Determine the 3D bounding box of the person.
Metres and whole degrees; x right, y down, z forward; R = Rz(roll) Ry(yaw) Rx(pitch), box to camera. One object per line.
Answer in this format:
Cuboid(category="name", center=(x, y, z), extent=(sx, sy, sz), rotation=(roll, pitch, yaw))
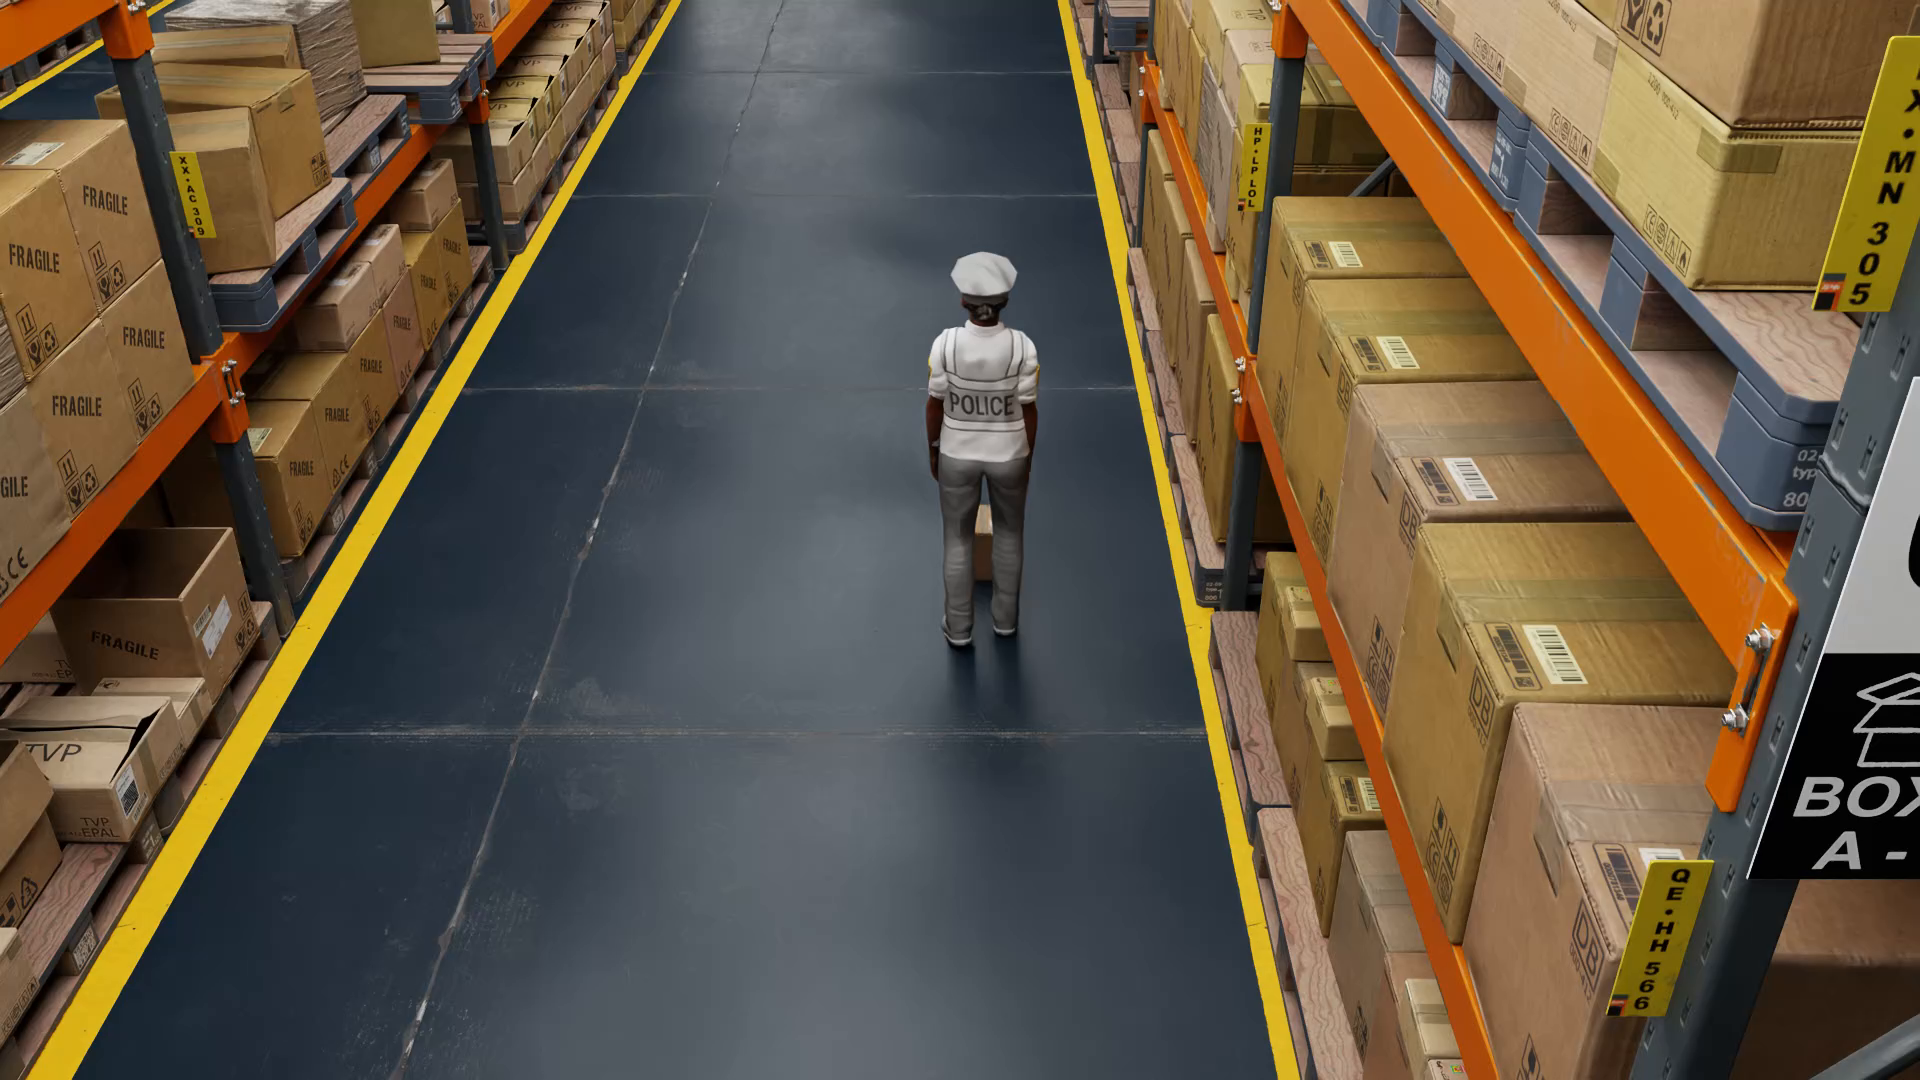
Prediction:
Cuboid(category="person", center=(0.085, -0.335, 6.692), extent=(0.445, 1.700, 0.377), rotation=(1, 32, 1))
